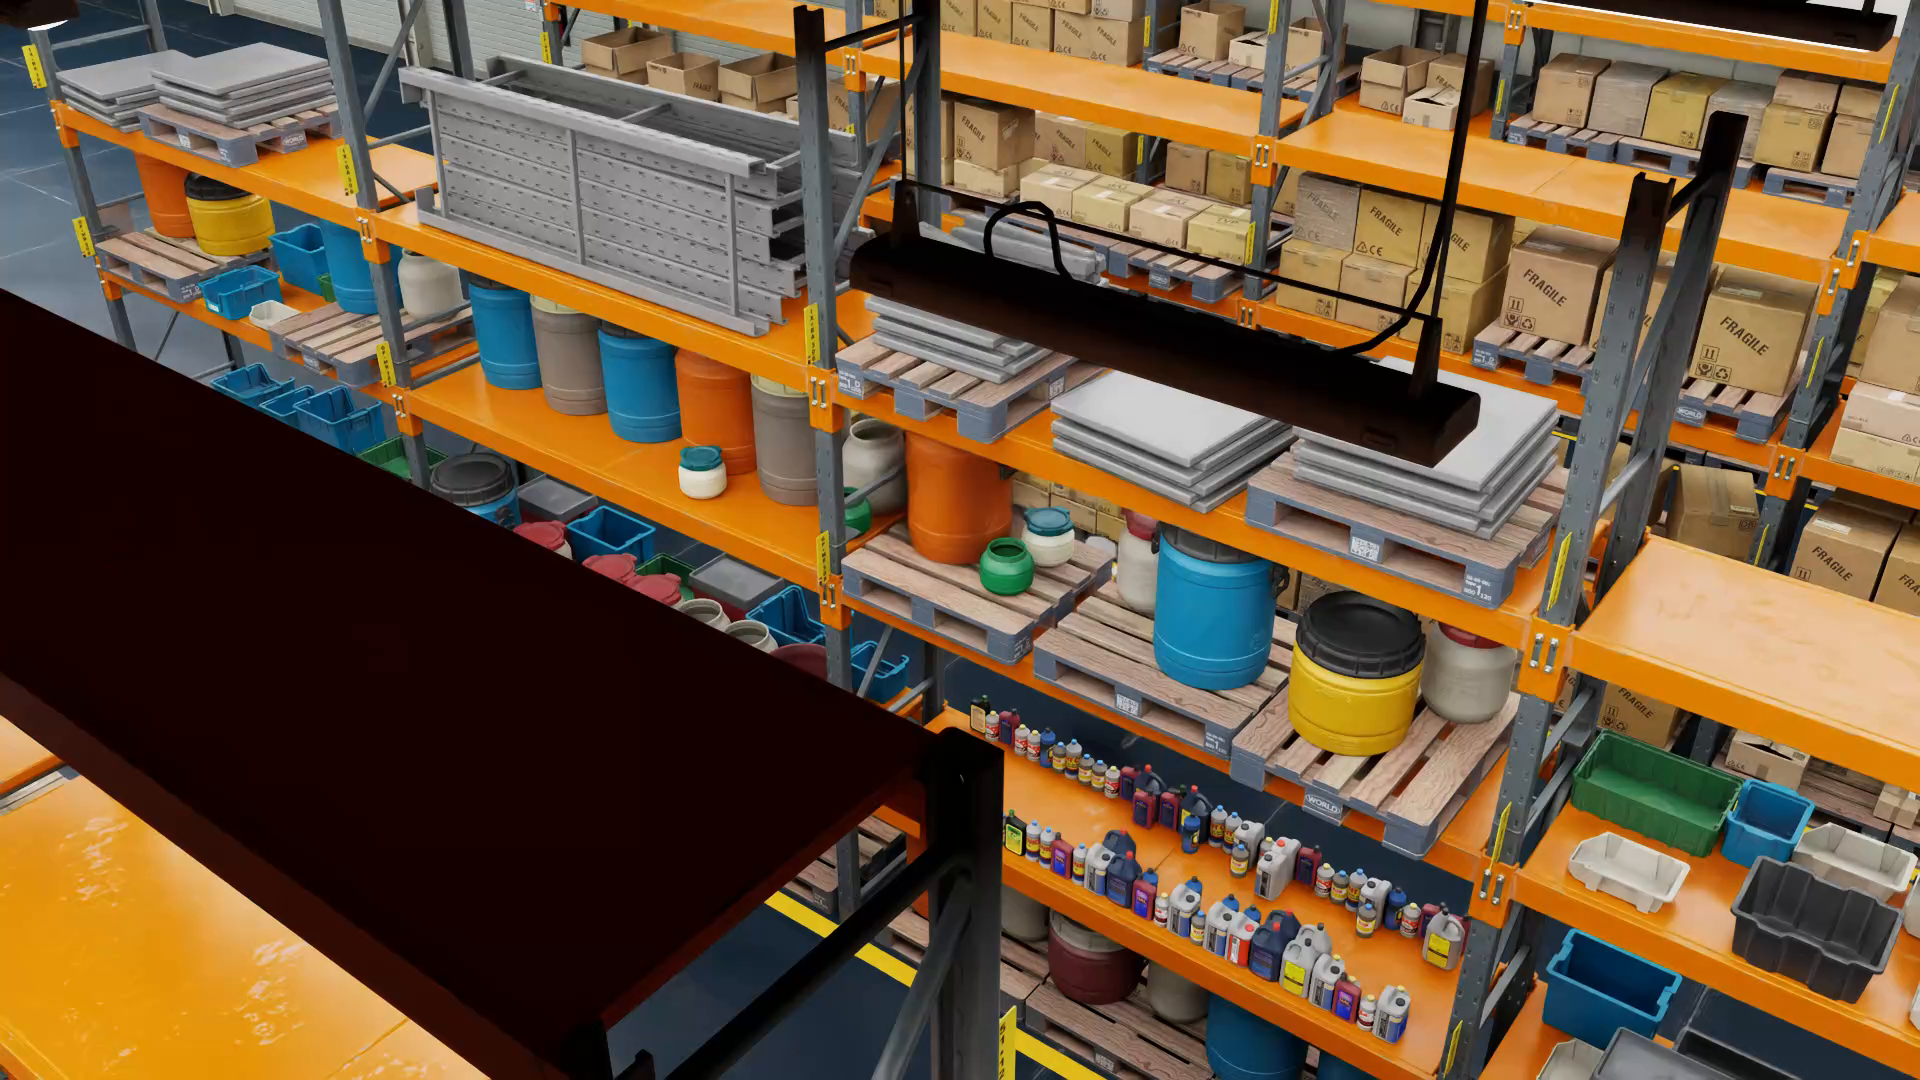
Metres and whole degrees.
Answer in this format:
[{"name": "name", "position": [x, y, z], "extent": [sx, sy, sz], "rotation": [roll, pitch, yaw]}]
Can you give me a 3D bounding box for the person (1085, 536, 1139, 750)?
[{"name": "person", "position": [1.085, 0.754, 12.205], "extent": [0.755, 1.687, 0.626], "rotation": [12, 34, 19]}]
